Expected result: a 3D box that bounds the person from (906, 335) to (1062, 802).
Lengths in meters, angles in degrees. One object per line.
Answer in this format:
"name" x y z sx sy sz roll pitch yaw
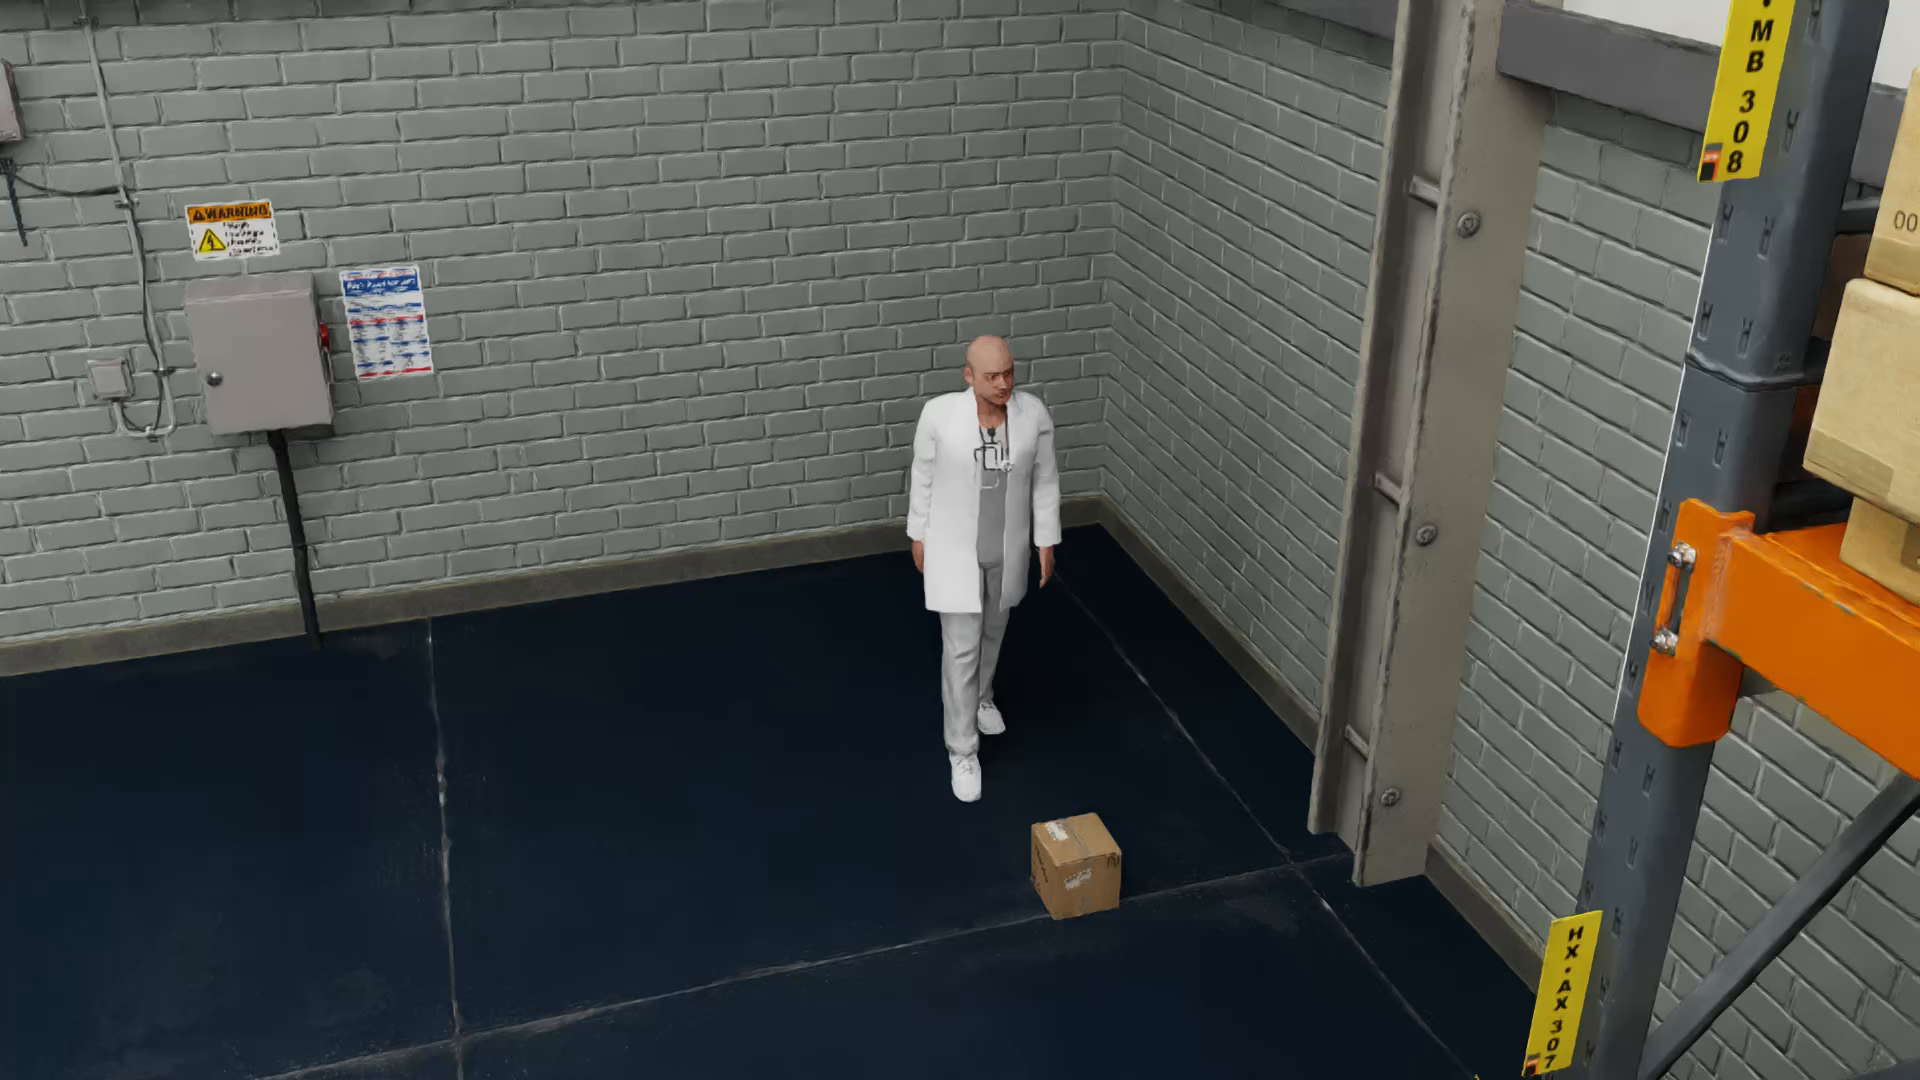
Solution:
"person" 0.126 0.050 6.504 0.577 1.773 0.760 -9 27 -18
